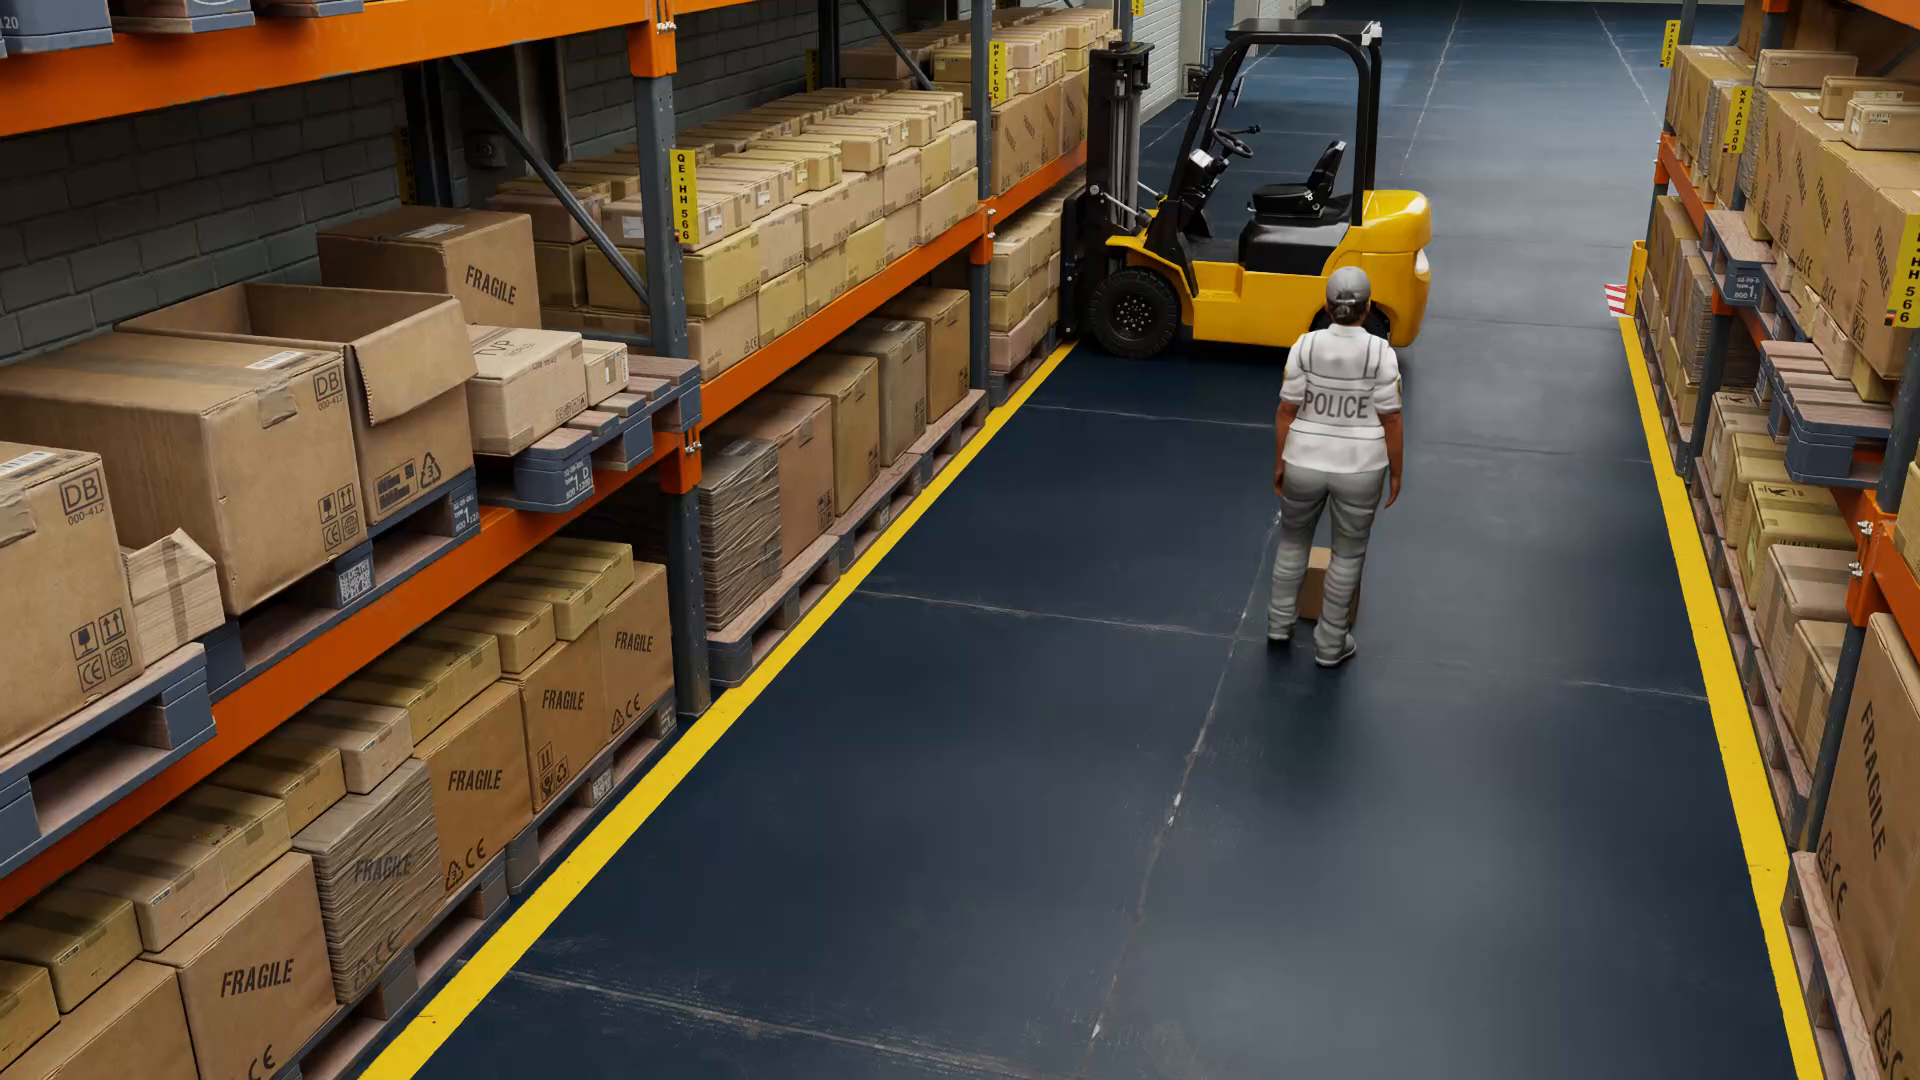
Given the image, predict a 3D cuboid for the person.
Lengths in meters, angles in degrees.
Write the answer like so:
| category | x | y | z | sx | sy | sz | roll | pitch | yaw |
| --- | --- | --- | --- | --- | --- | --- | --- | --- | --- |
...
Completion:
| category | x | y | z | sx | sy | sz | roll | pitch | yaw |
| --- | --- | --- | --- | --- | --- | --- | --- | --- | --- |
| person | 1.553 | -0.313 | 6.846 | 0.521 | 1.668 | 0.542 | 9 | 24 | 20 |
